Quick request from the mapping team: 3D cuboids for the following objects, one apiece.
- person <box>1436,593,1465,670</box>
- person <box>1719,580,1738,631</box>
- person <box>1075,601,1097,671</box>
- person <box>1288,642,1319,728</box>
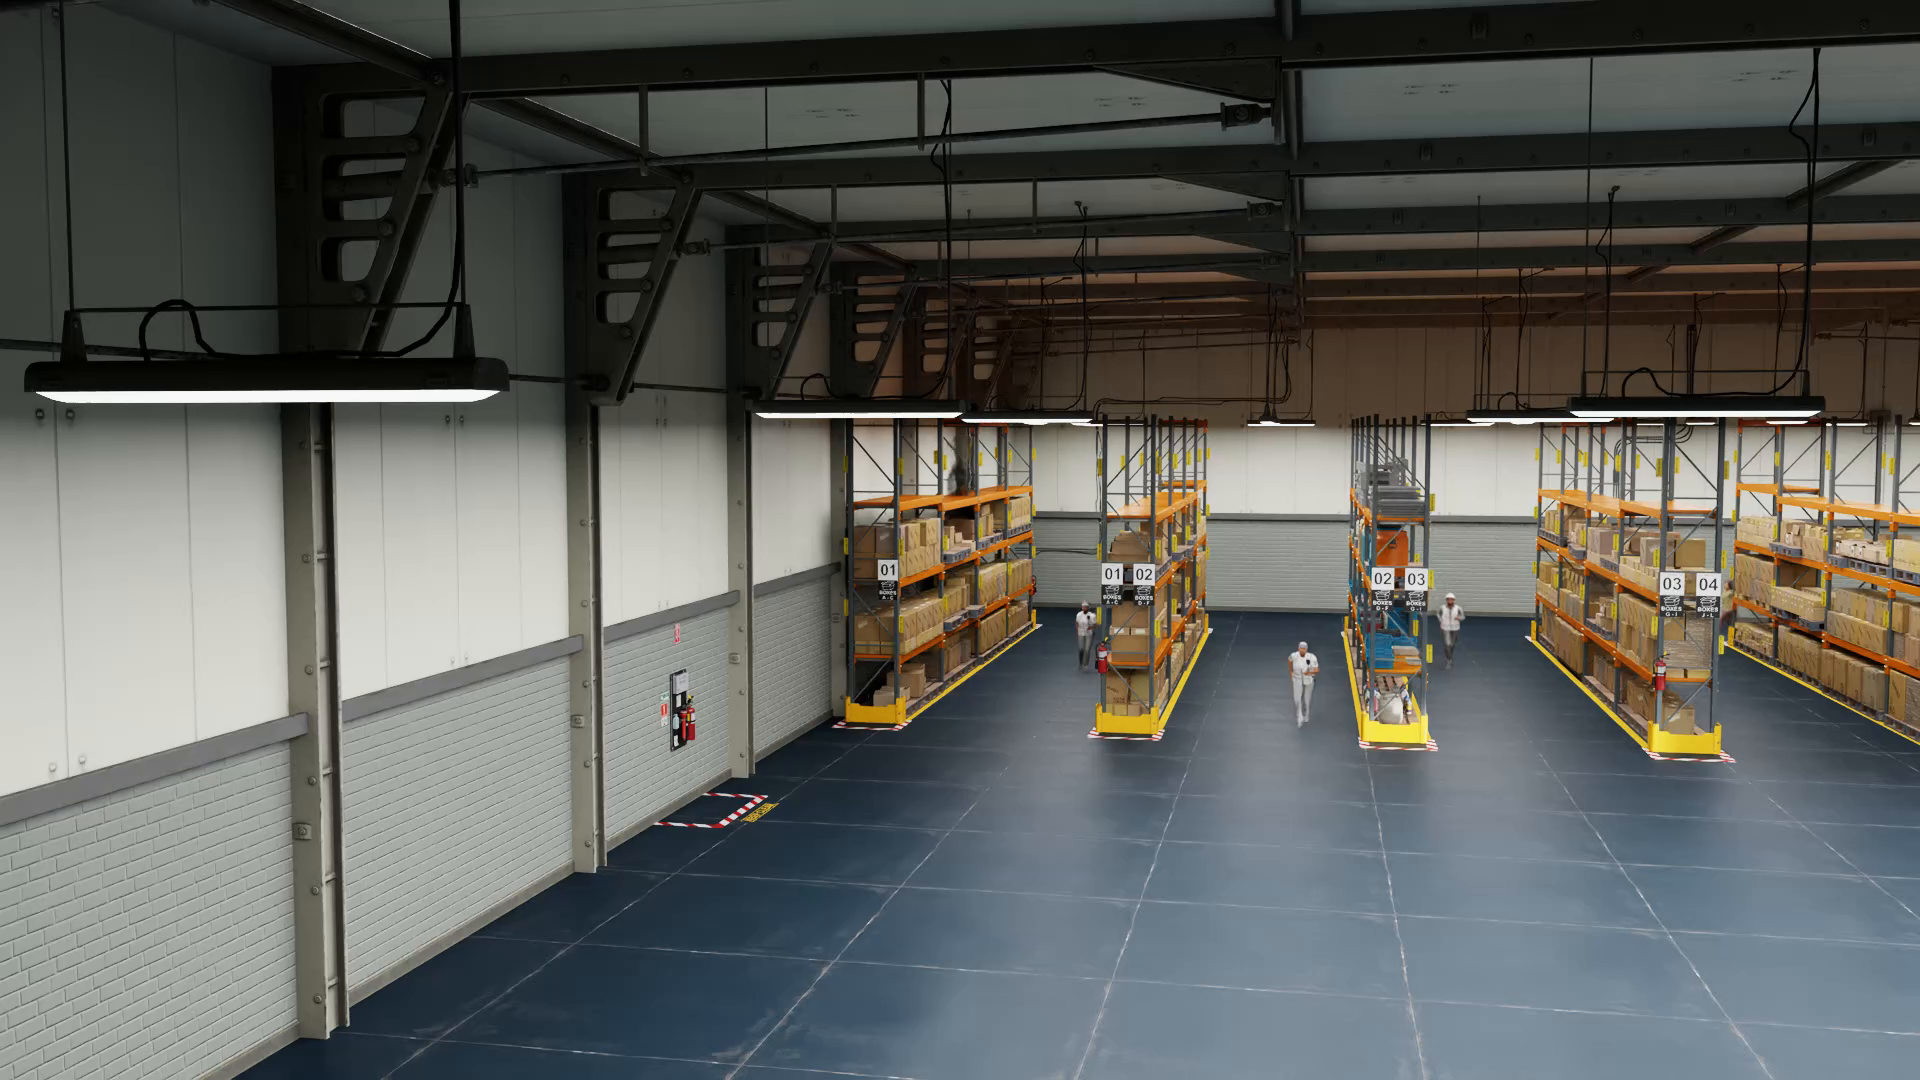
[{"bbox_3d":[11.806,2.177,39.982,0.637,1.813,0.865,1,4,8],"label":"person"},{"bbox_3d":[20.899,1.893,45.246,0.989,1.615,0.663,0,4,6],"label":"person"},{"bbox_3d":[2.969,2.267,39.308,0.554,1.679,0.632,1,4,12],"label":"person"},{"bbox_3d":[6.620,2.806,32.088,0.603,1.734,0.849,1,4,16],"label":"person"}]
